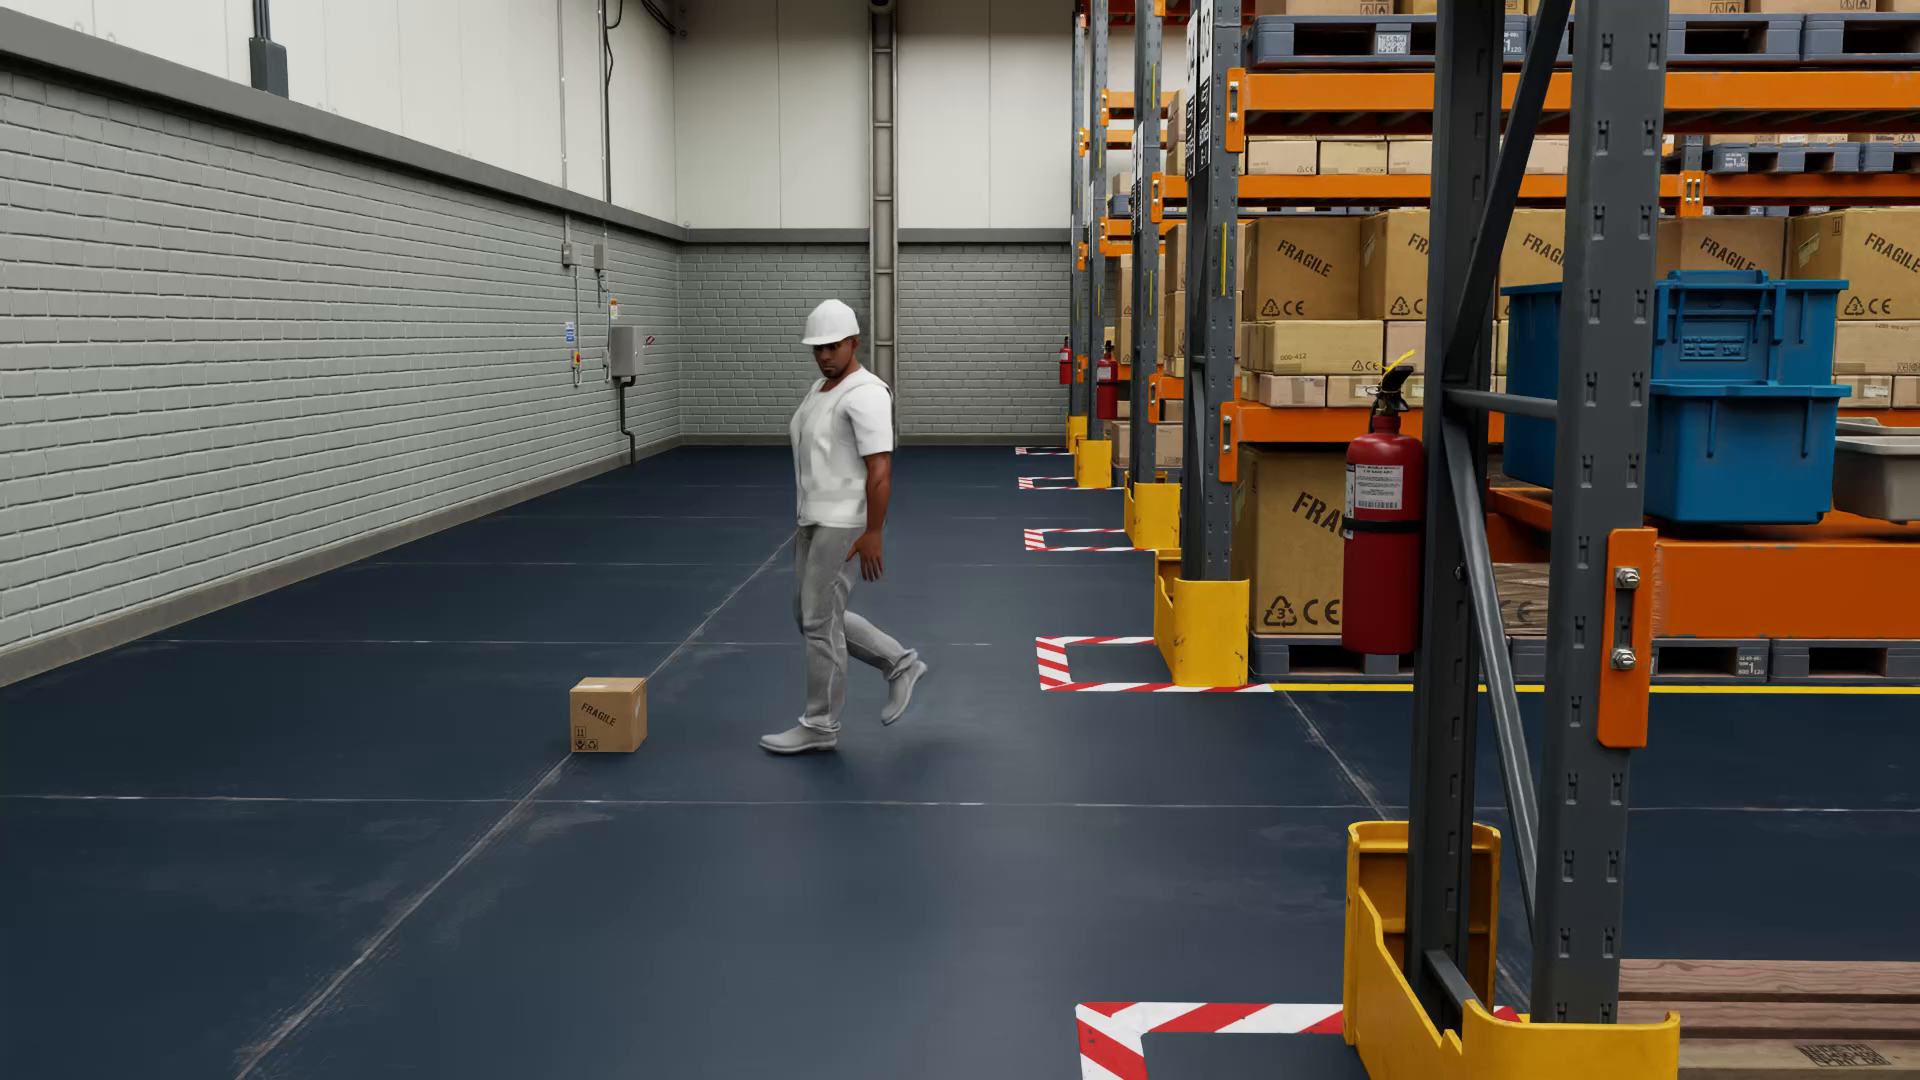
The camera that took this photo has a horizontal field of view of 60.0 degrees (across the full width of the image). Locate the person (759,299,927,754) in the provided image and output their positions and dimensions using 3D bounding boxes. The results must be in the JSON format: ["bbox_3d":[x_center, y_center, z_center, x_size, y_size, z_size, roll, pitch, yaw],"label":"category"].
[{"bbox_3d":[-0.447,-0.058,6.543,0.727,1.761,0.582,-3,8,-19],"label":"person"}]
